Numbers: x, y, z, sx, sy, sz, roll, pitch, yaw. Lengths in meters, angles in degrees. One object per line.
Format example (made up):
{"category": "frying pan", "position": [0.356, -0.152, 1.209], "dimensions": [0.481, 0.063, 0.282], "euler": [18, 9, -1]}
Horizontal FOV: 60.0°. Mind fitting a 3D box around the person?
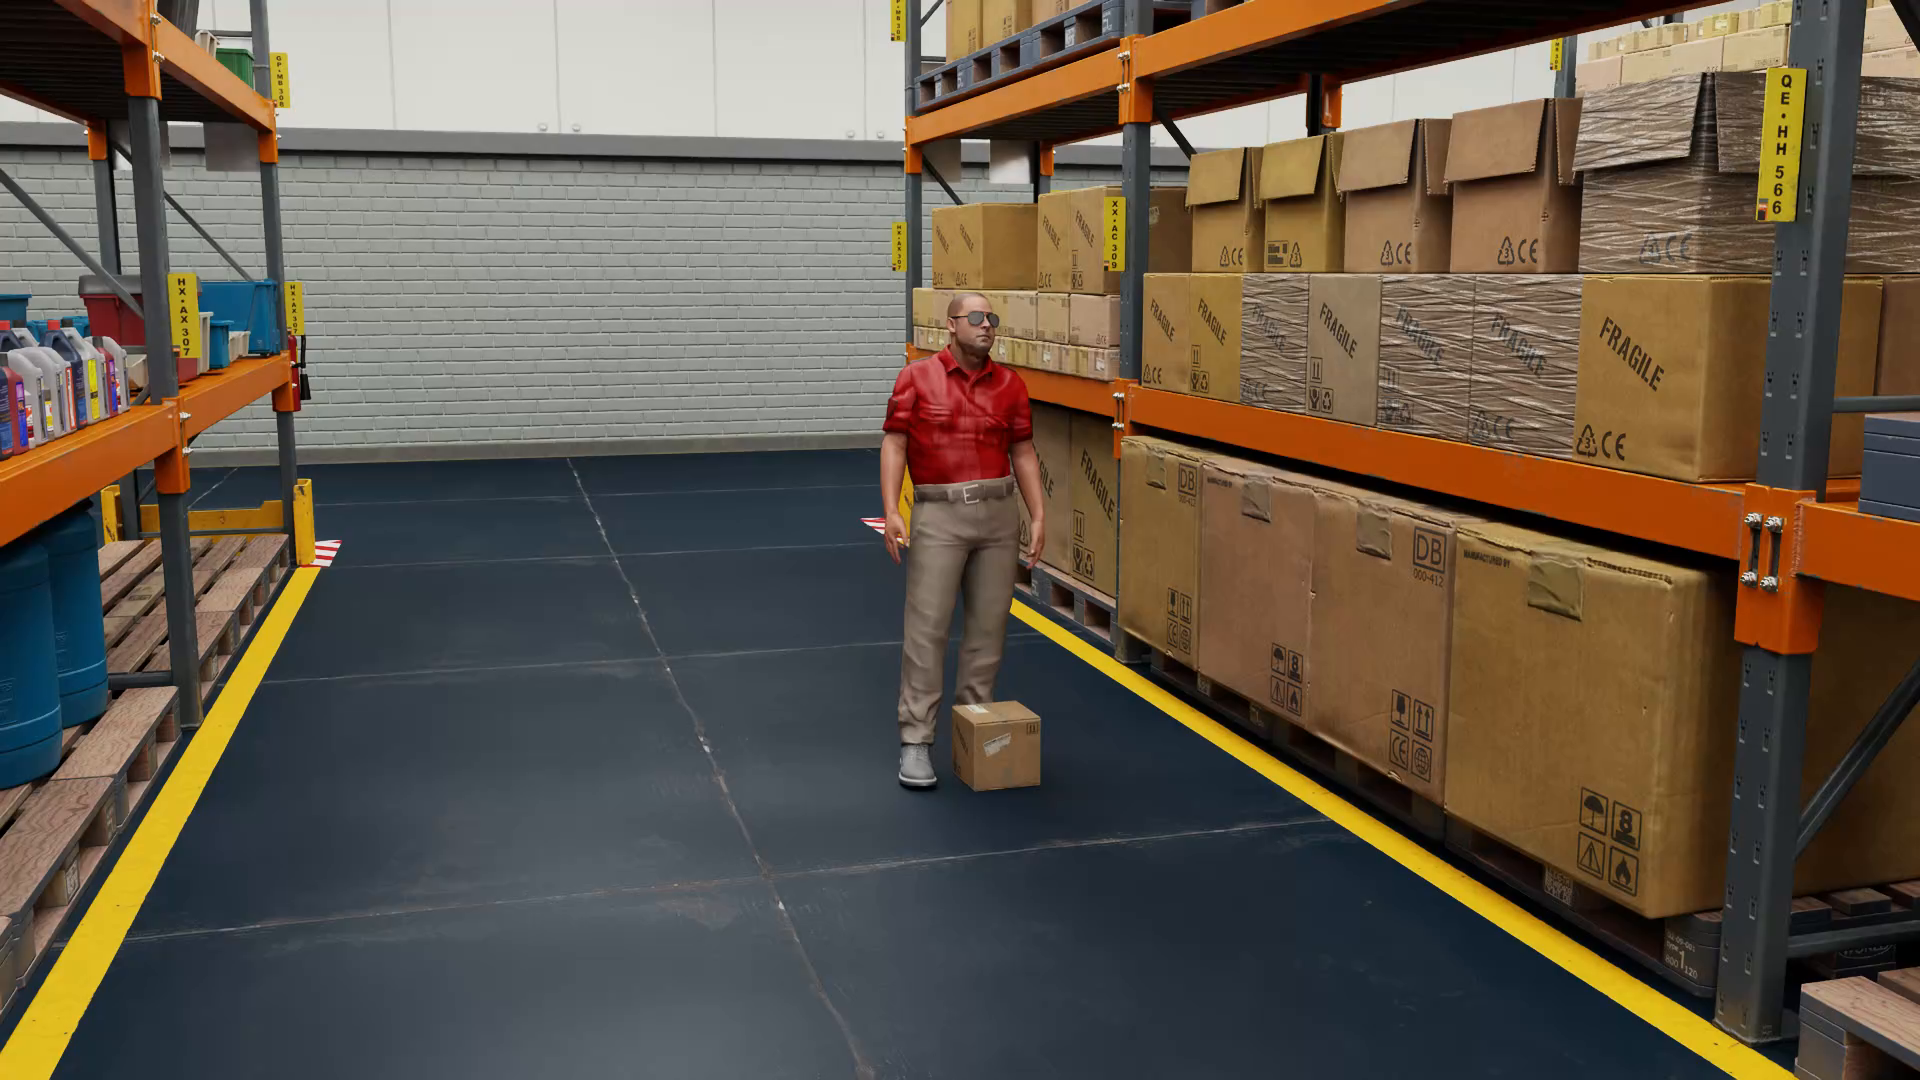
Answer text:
{"category": "person", "position": [0.036, -0.028, 6.042], "dimensions": [0.640, 1.728, 0.551], "euler": [-3, 10, -18]}
